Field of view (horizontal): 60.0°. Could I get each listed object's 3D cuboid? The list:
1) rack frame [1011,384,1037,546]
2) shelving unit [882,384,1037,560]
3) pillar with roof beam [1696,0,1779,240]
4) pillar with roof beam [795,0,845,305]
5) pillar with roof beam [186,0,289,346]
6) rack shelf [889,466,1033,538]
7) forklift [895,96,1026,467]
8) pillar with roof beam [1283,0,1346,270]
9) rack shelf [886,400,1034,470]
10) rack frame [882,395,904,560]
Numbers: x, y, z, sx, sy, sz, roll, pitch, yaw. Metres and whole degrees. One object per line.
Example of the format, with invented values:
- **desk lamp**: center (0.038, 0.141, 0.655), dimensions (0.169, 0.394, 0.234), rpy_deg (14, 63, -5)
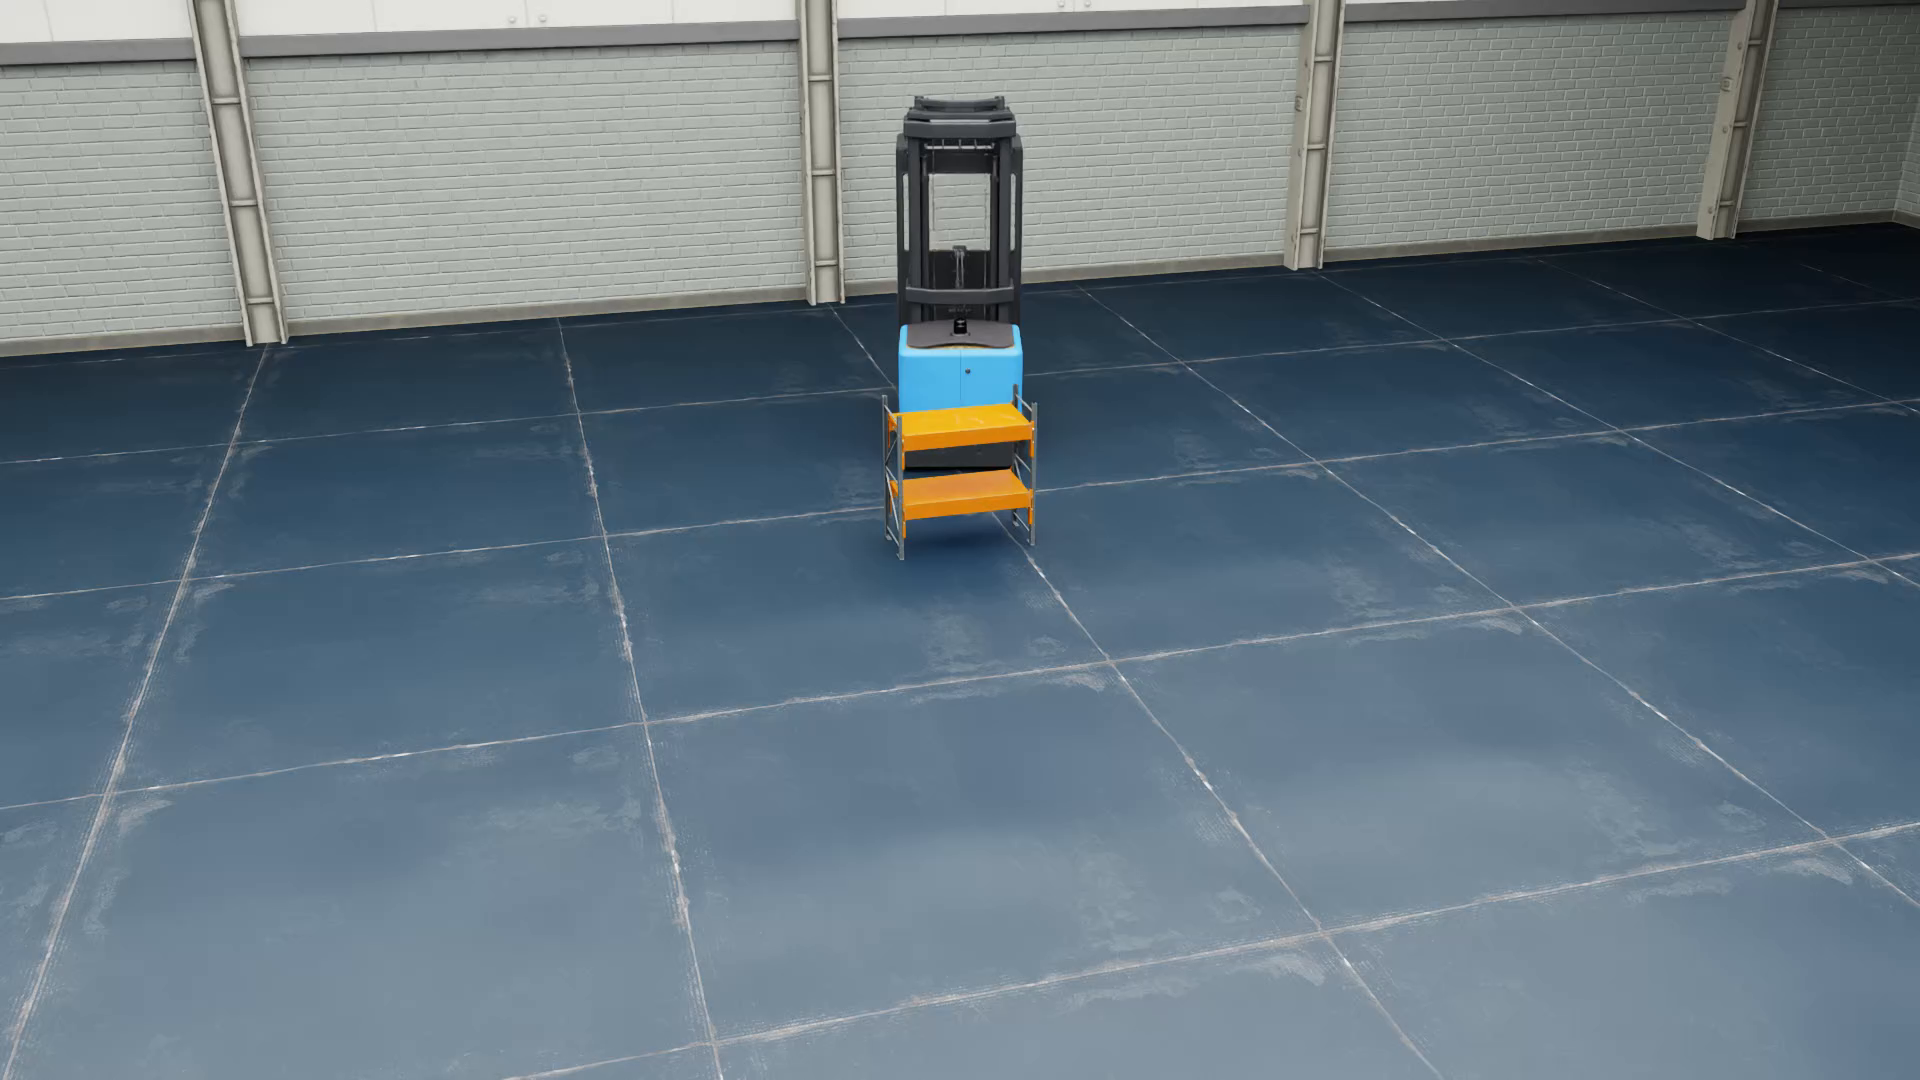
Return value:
- **rack frame**: center (0.483, -0.570, 12.583), dimensions (0.032, 1.125, 0.500), rpy_deg (-6, 24, -14)
- **shelving unit**: center (-0.007, -0.516, 12.457), dimensions (1.048, 1.125, 0.538), rpy_deg (-6, 24, -14)
- **pillar with roof beam**: center (11.175, -6.526, 16.477), dimensions (0.400, 9.000, 9.100), rpy_deg (-6, 24, -14)
- **pillar with roof beam**: center (-0.379, -5.248, 13.498), dimensions (0.400, 9.000, 9.100), rpy_deg (-6, 24, -14)
- **pillar with roof beam**: center (-6.156, -4.609, 12.009), dimensions (0.400, 9.000, 9.100), rpy_deg (-6, 24, -14)
- **rack shelf**: center (-0.007, -0.292, 12.553), dimensions (1.000, 0.278, 0.538), rpy_deg (-6, 24, -14)
- **forklift**: center (-0.008, -2.489, 14.765), dimensions (1.130, 2.935, 3.031), rpy_deg (0, 23, -1)
- **pillar with roof beam**: center (5.398, -5.887, 14.987), dimensions (0.400, 9.000, 9.100), rpy_deg (-6, 24, -14)
- **rack shelf**: center (-0.007, -0.785, 12.341), dimensions (1.000, 0.278, 0.538), rpy_deg (-6, 24, -14)
- **rack frame**: center (-0.496, -0.462, 12.331), dimensions (0.032, 1.125, 0.500), rpy_deg (-6, 24, -14)
